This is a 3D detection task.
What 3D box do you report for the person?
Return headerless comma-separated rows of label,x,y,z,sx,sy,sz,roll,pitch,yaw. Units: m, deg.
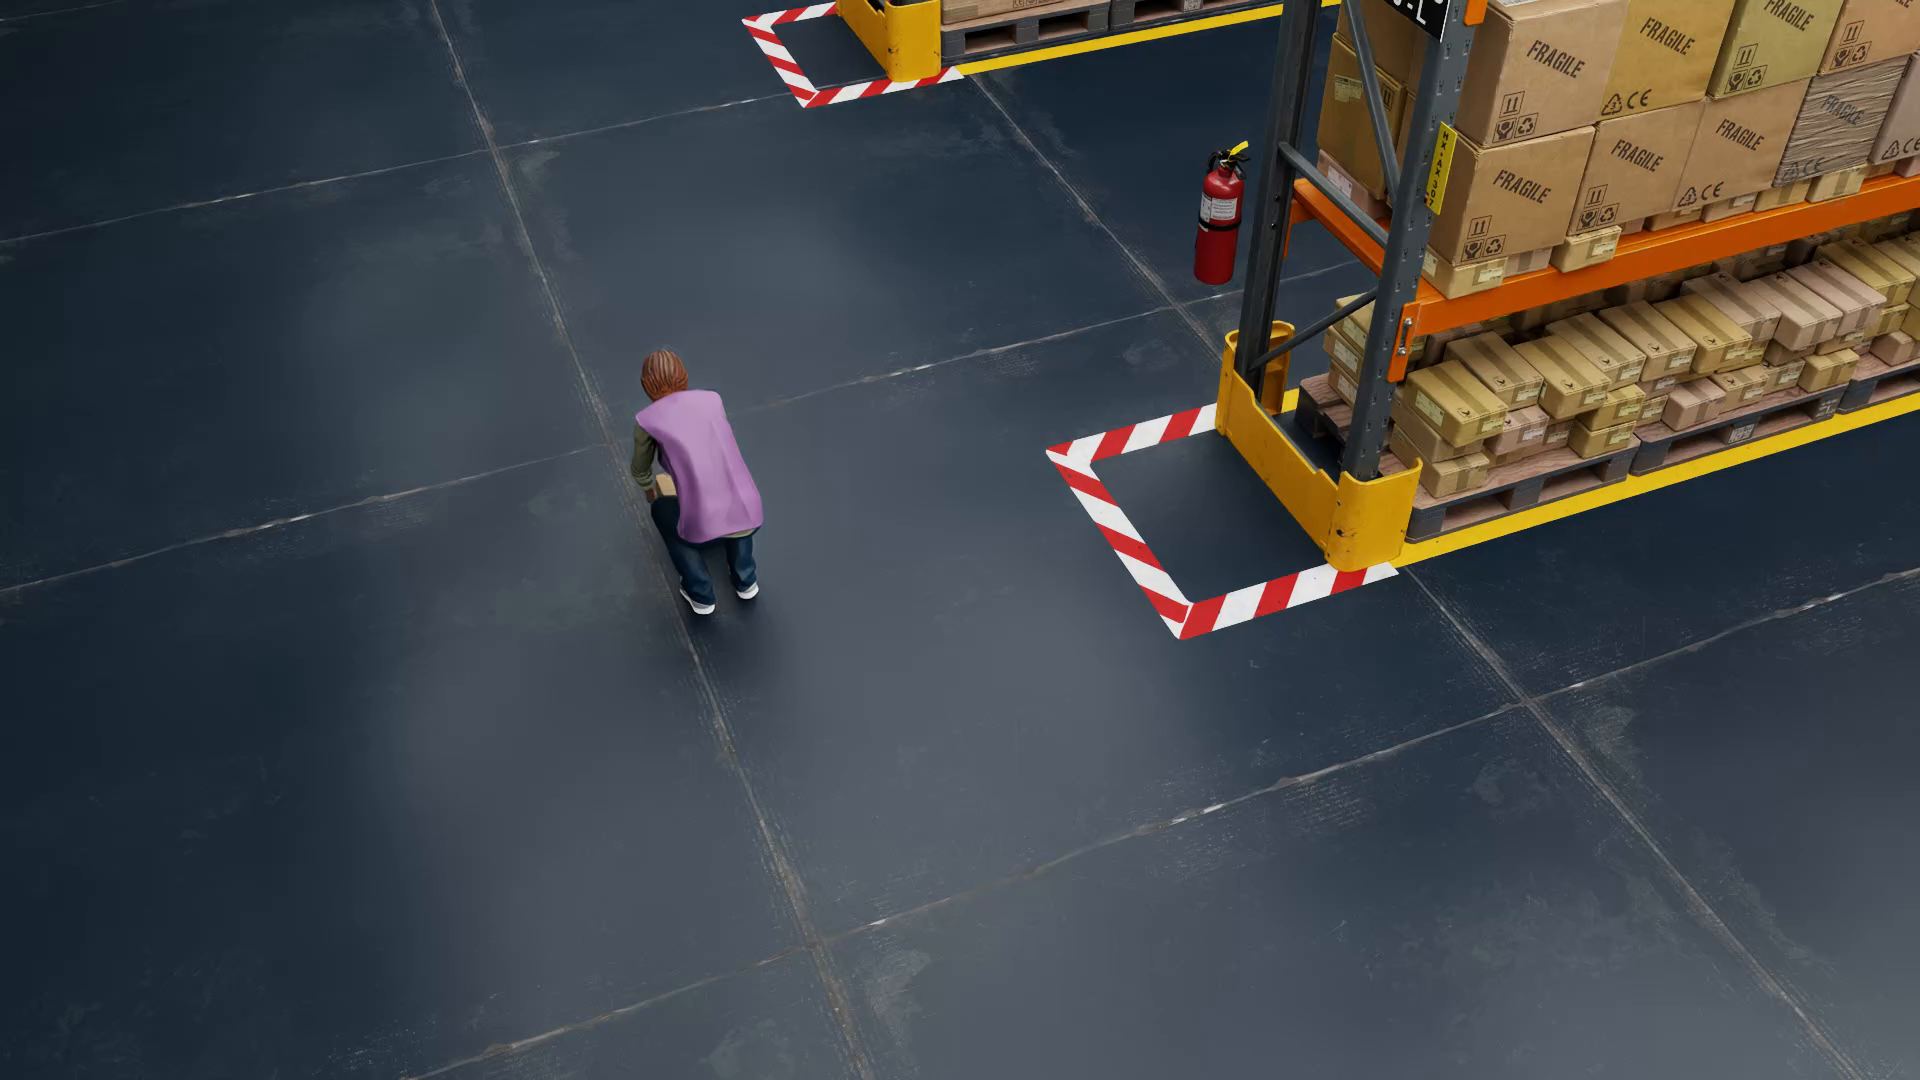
person,-1.074,-0.189,6.815,0.454,1.008,0.768,-16,45,-16
